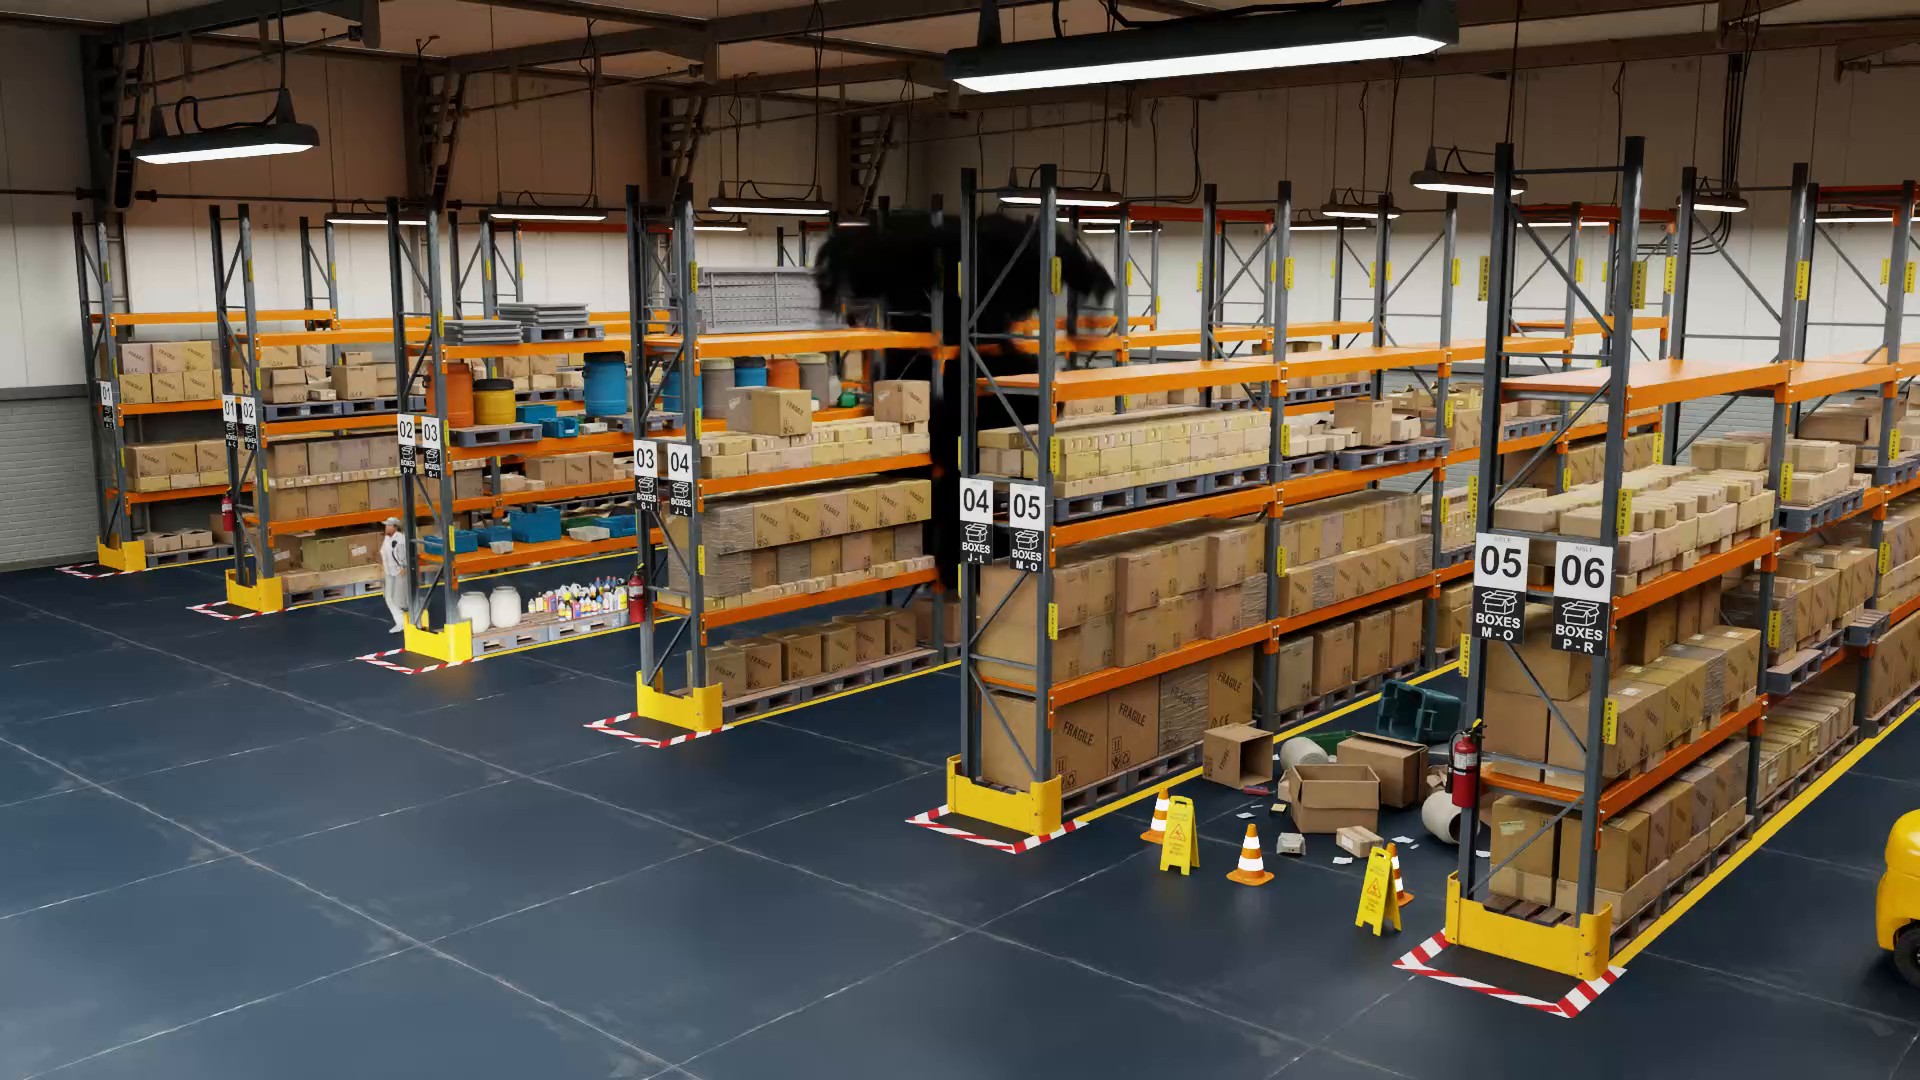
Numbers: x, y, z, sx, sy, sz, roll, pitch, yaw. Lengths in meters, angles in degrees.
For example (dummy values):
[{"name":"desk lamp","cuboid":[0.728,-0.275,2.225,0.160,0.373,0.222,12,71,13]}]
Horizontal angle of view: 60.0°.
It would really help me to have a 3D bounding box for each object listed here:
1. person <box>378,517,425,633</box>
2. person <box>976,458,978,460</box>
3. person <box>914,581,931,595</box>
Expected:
[{"name":"person","cuboid":[-7.901,0.479,23.559,0.610,1.648,0.605,6,11,31]},{"name":"person","cuboid":[0.579,-1.485,35.196,0.570,1.747,0.798,6,11,32]},{"name":"person","cuboid":[-0.529,-0.147,24.934,0.682,1.823,0.758,6,11,34]}]
